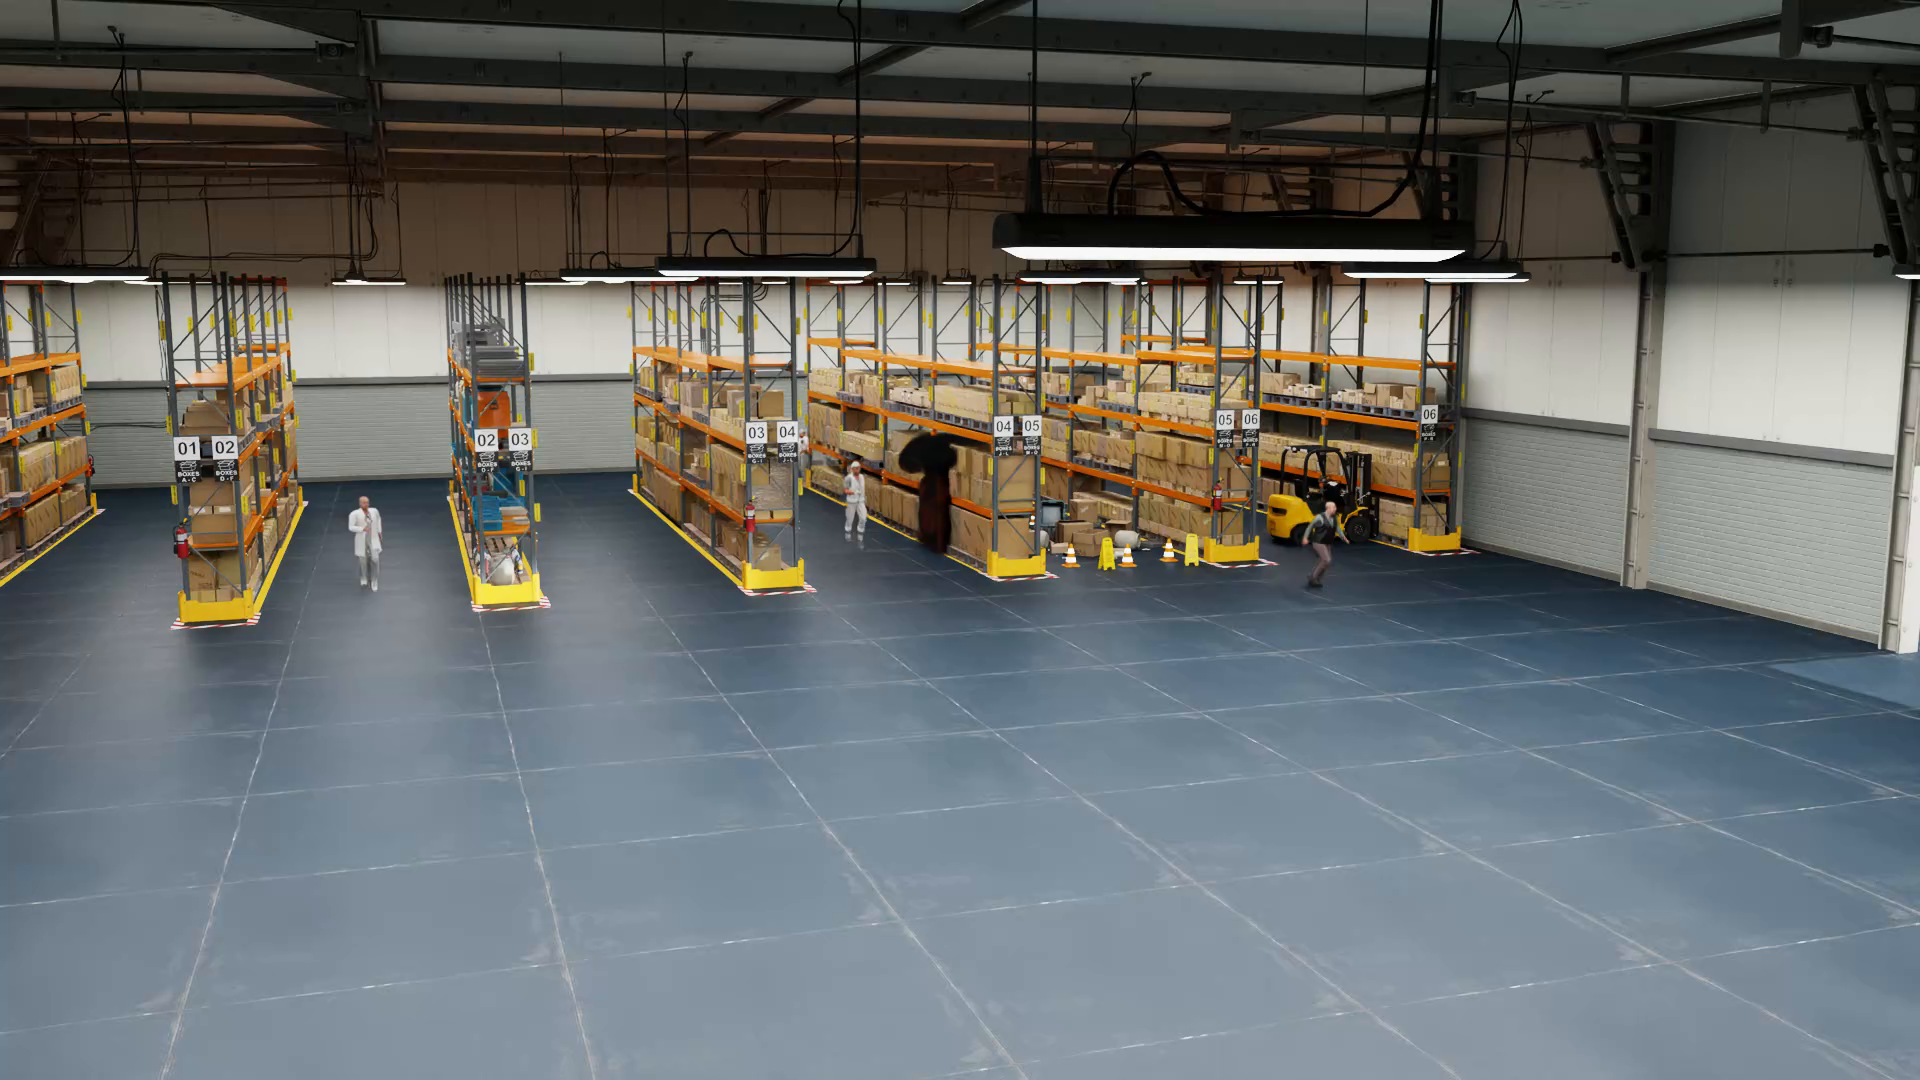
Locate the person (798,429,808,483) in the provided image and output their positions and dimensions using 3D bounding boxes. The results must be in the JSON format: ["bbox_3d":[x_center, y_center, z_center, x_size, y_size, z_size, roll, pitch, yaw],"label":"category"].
[{"bbox_3d":[-4.701,-2.495,49.269,0.589,1.608,0.536,7,11,38],"label":"person"}]

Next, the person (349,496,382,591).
[{"bbox_3d":[-11.333,0.076,31.745,0.644,1.837,0.912,-5,10,-28],"label":"person"}]

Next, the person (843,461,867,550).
[{"bbox_3d":[-2.195,-0.733,35.209,0.627,1.883,0.814,-5,10,-28],"label":"person"}]

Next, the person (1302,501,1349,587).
[{"bbox_3d":[7.034,0.079,31.928,0.641,1.665,0.803,-7,11,-39],"label":"person"}]

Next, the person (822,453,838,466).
[{"bbox_3d":[-4.032,-2.827,51.041,0.621,1.675,0.911,5,10,31],"label":"person"}]
